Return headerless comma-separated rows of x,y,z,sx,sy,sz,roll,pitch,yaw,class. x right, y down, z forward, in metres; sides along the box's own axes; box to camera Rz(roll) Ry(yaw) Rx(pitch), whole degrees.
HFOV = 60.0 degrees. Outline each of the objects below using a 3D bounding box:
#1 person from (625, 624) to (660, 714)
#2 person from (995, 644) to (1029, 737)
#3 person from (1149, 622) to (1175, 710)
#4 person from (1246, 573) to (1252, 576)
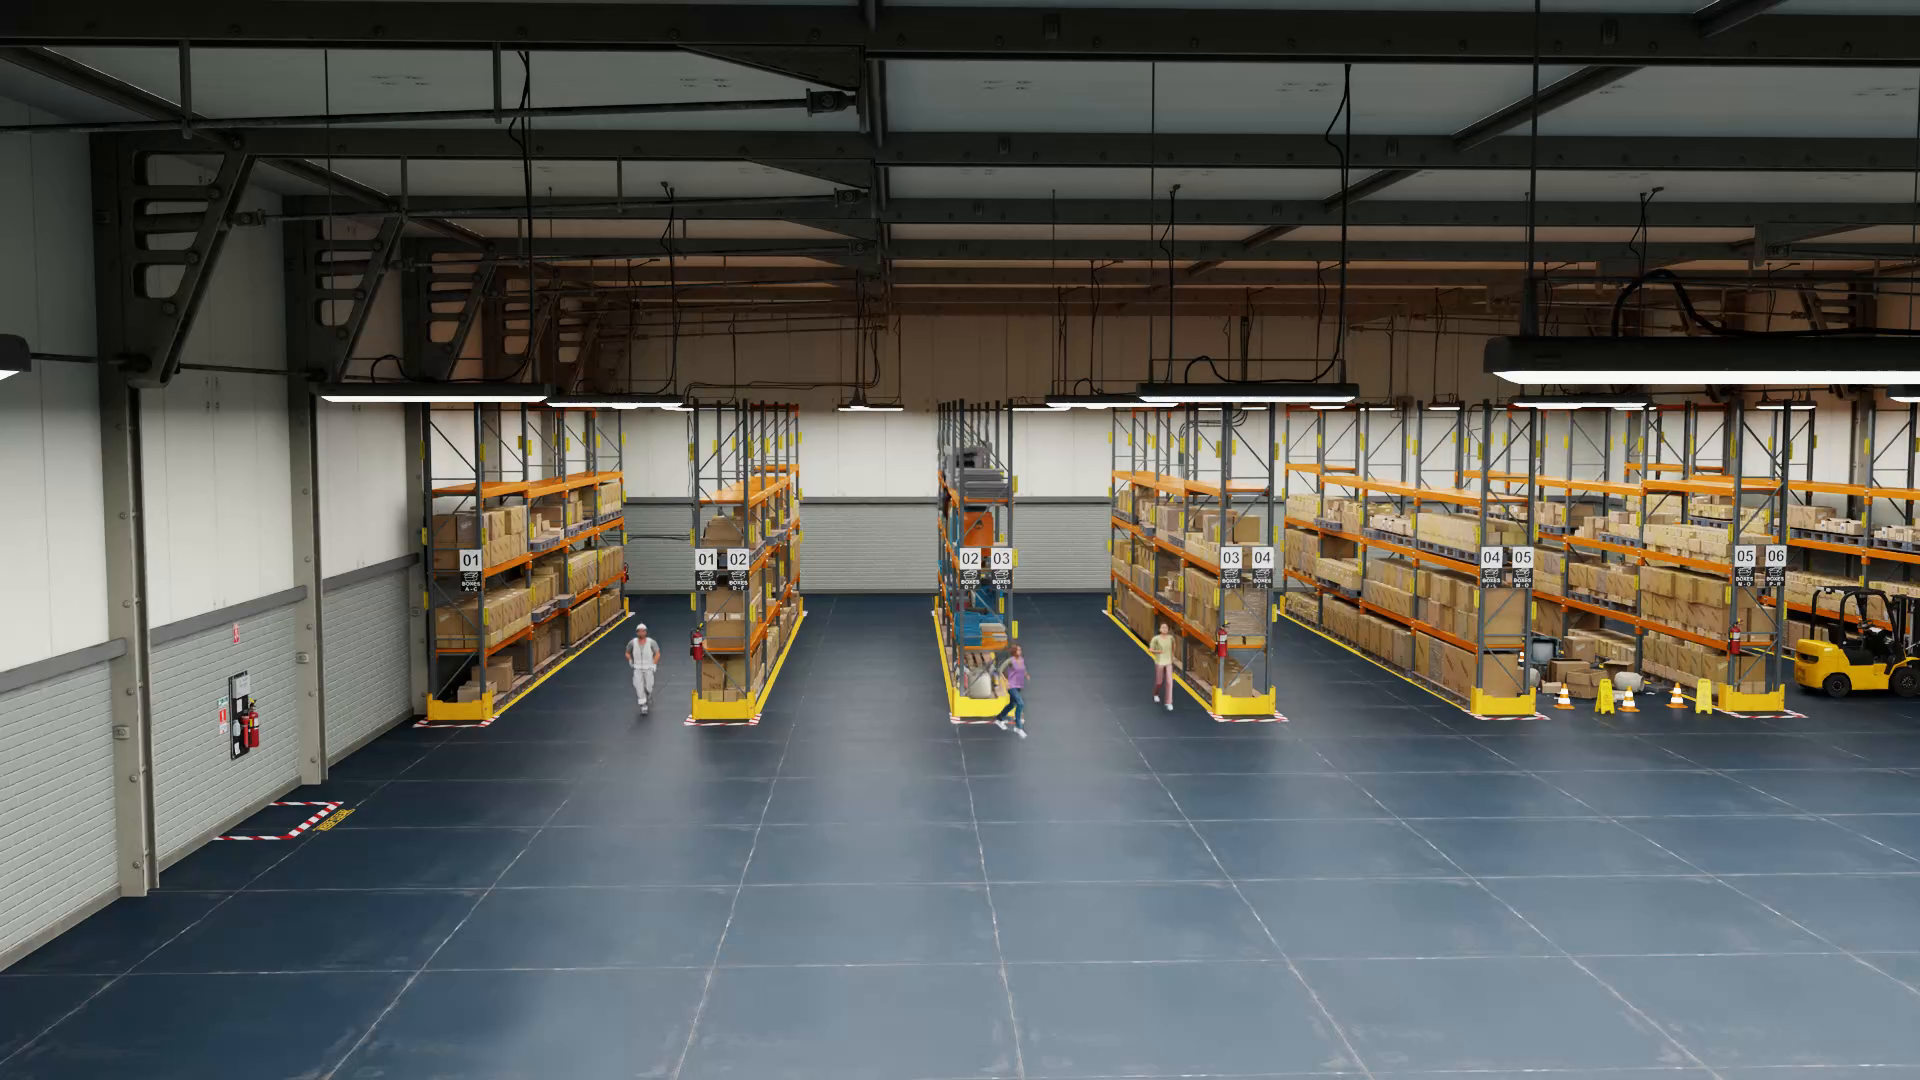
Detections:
-6.037,2.459,31.620,0.660,1.746,0.618,0,4,-5,person
0.934,2.667,29.720,0.721,1.640,0.525,3,5,37,person
3.948,2.409,32.262,0.581,1.650,0.946,-1,4,-8,person
8.295,1.221,48.359,0.766,1.661,0.575,4,6,39,person
